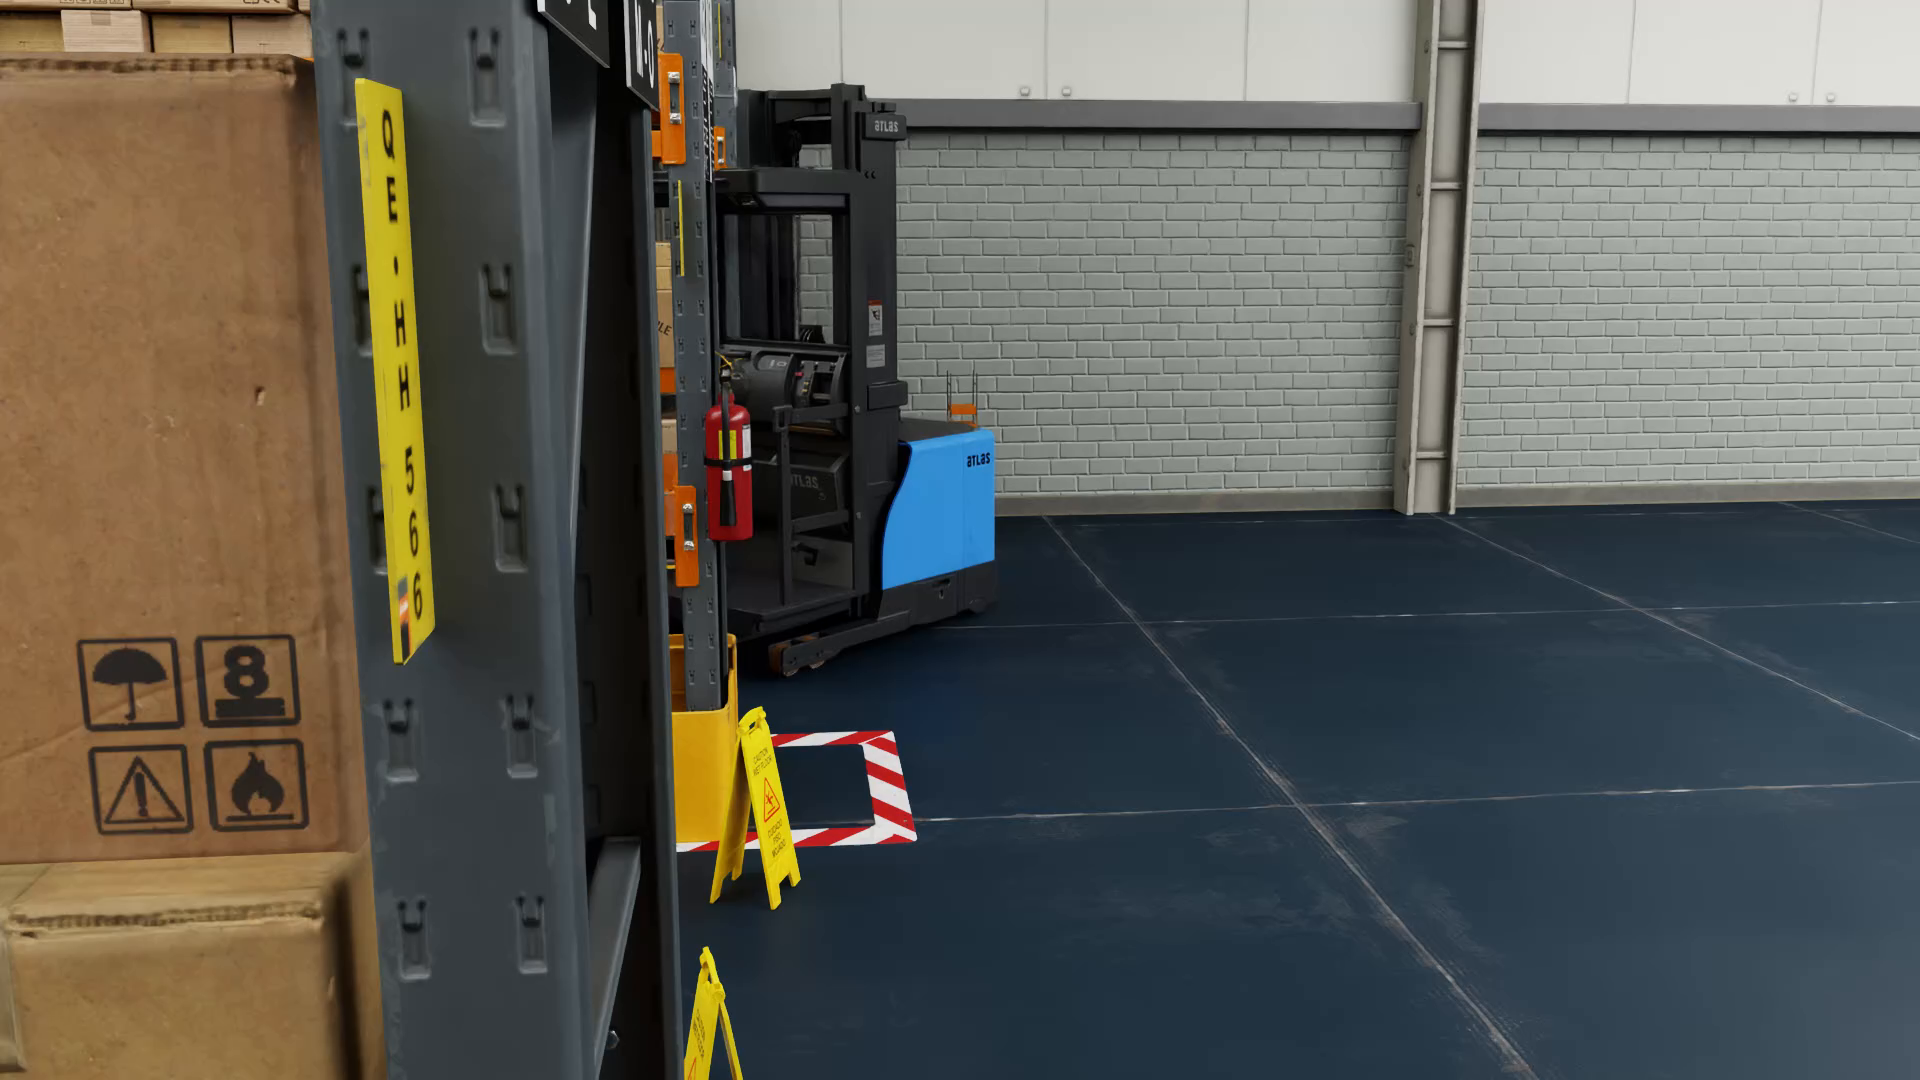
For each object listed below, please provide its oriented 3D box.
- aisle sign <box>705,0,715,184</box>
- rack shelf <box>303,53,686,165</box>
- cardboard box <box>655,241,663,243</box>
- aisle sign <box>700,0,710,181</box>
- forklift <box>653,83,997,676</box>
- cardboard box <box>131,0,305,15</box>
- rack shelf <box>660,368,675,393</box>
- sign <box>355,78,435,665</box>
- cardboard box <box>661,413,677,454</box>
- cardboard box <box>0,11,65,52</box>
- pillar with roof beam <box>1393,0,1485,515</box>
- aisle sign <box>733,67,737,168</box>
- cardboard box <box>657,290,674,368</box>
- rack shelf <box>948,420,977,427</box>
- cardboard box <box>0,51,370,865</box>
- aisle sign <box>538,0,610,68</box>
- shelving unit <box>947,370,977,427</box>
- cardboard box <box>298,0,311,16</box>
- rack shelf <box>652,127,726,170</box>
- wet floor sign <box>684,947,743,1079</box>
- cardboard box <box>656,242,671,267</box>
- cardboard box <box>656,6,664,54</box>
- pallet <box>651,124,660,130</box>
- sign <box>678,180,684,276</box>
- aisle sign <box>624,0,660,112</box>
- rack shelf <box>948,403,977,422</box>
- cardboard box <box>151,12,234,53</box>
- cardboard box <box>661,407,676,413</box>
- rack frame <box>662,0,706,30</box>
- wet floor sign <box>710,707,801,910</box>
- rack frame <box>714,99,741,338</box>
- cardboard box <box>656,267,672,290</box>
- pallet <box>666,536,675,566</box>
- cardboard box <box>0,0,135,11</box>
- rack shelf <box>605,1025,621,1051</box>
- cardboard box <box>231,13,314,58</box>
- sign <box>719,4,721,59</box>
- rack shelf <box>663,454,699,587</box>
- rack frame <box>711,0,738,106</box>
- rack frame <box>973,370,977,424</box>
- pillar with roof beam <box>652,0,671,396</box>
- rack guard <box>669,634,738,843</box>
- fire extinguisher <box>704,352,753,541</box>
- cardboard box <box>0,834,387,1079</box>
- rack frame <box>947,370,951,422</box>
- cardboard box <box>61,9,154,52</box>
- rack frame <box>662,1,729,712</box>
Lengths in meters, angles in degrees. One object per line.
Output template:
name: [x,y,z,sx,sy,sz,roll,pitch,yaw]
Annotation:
aisle sign: [-0.978,-1.800,6.510,0.004,0.787,0.394,-1,11,-6]
rack shelf: [-2.995,-1.541,6.020,4.000,0.370,1.077,-1,11,-6]
cardboard box: [-2.174,-1.969,11.398,0.250,0.149,0.380,-1,11,-4]
aisle sign: [-0.913,-1.685,5.924,0.004,0.787,0.394,-1,11,-6]
forklift: [-1.094,-0.859,8.641,1.130,2.935,3.031,9,14,38]
cardboard box: [-2.501,-1.924,5.719,0.500,0.250,0.500,-1,11,-4]
rack shelf: [-3.534,-1.021,11.151,4.000,0.370,1.077,-1,11,-6]
sign: [-0.326,-0.097,0.968,0.005,0.325,0.100,-1,11,-6]
cardboard box: [-1.970,-0.694,11.068,0.500,0.250,0.500,-1,11,-4]
cardboard box: [-3.111,-1.721,5.719,0.250,0.149,0.380,-1,11,-6]
pillar with roof beam: [4.094,-3.817,7.956,0.400,9.000,9.100,-1,11,-6]
aisle sign: [-1.449,-2.636,10.763,0.004,0.787,0.394,-1,11,-6]
cardboard box: [-2.007,-1.404,10.975,0.500,0.500,0.500,-1,11,-7]
rack shelf: [0.014,-0.781,11.716,0.180,0.103,0.258,-1,11,-6]
cardboard box: [-0.744,-0.120,1.513,0.550,0.550,0.875,-1,11,-6]
aisle sign: [-0.268,-0.736,1.098,0.004,0.787,0.394,-1,11,-6]
shelving unit: [0.014,-0.589,11.754,0.189,1.200,0.258,-1,11,-6]
cardboard box: [-1.988,-1.938,5.792,0.500,0.250,0.500,-1,11,-7]
rack shelf: [-3.534,-2.493,10.861,4.000,0.370,1.077,-1,11,-6]
wet floor sign: [-0.556,1.258,3.795,0.232,0.644,0.267,-3,12,-16]
cardboard box: [-1.879,-1.881,10.949,0.250,0.149,0.380,-1,11,-6]
cardboard box: [-1.960,-3.136,10.659,0.500,0.500,0.500,-1,11,-4]
pallet: [-2.252,-2.834,10.963,1.213,0.211,1.003,-1,11,-6]
sign: [-0.966,-1.080,5.766,0.005,0.325,0.100,-1,11,-6]
aisle sign: [-0.333,-0.851,1.683,0.004,0.787,0.394,-1,11,-6]
rack shelf: [0.014,-0.899,11.693,0.180,0.103,0.258,-1,11,-6]
cardboard box: [-2.607,-1.730,5.767,0.250,0.149,0.380,-2,11,-8]
cardboard box: [-2.044,-0.789,11.555,0.500,0.250,0.500,-1,11,-7]
rack frame: [-1.006,-3.408,5.873,0.127,3.000,1.000,-1,11,-6]
wet floor sign: [-0.702,0.893,5.655,0.232,0.644,0.267,3,11,14]
rack frame: [-1.546,-1.416,11.293,0.127,3.000,1.000,-1,11,-6]
cardboard box: [-1.860,-1.722,10.911,0.250,0.149,0.380,-1,11,-5]
pallet: [-2.302,-0.024,11.440,1.213,0.211,1.003,-1,11,-6]
cardboard box: [-3.003,-1.913,5.663,0.500,0.250,0.500,-1,11,-6]
rack shelf: [-2.360,0.878,1.491,4.000,0.370,1.077,-1,11,-6]
cardboard box: [-2.344,-1.734,5.788,0.250,0.149,0.380,-1,11,-7]
sign: [-1.501,-3.179,10.395,0.005,0.325,0.100,-1,11,-6]
rack shelf: [-2.995,-0.069,6.309,4.000,0.370,1.077,-1,11,-6]
rack frame: [-1.546,-4.359,10.714,0.127,3.000,1.000,-1,11,-6]
rack frame: [0.105,-0.591,11.764,0.006,1.200,0.240,-1,11,-6]
pillar with roof beam: [-1.871,-3.692,7.320,0.400,9.000,9.100,-1,11,-6]
rack guard: [-1.082,0.764,6.685,0.348,0.500,1.175,-1,11,-6]
fire extinguisher: [-0.843,-0.340,6.022,0.183,0.674,0.296,-1,11,-6]
cardboard box: [-0.735,0.426,1.536,0.550,0.550,0.875,-1,11,-6]
rack frame: [-0.077,-0.587,11.744,0.006,1.200,0.240,-1,11,-6]
cardboard box: [-2.853,-1.711,5.670,0.250,0.149,0.380,-1,11,-7]
rack frame: [-1.006,-0.464,6.452,0.127,3.000,1.000,-1,11,-6]
